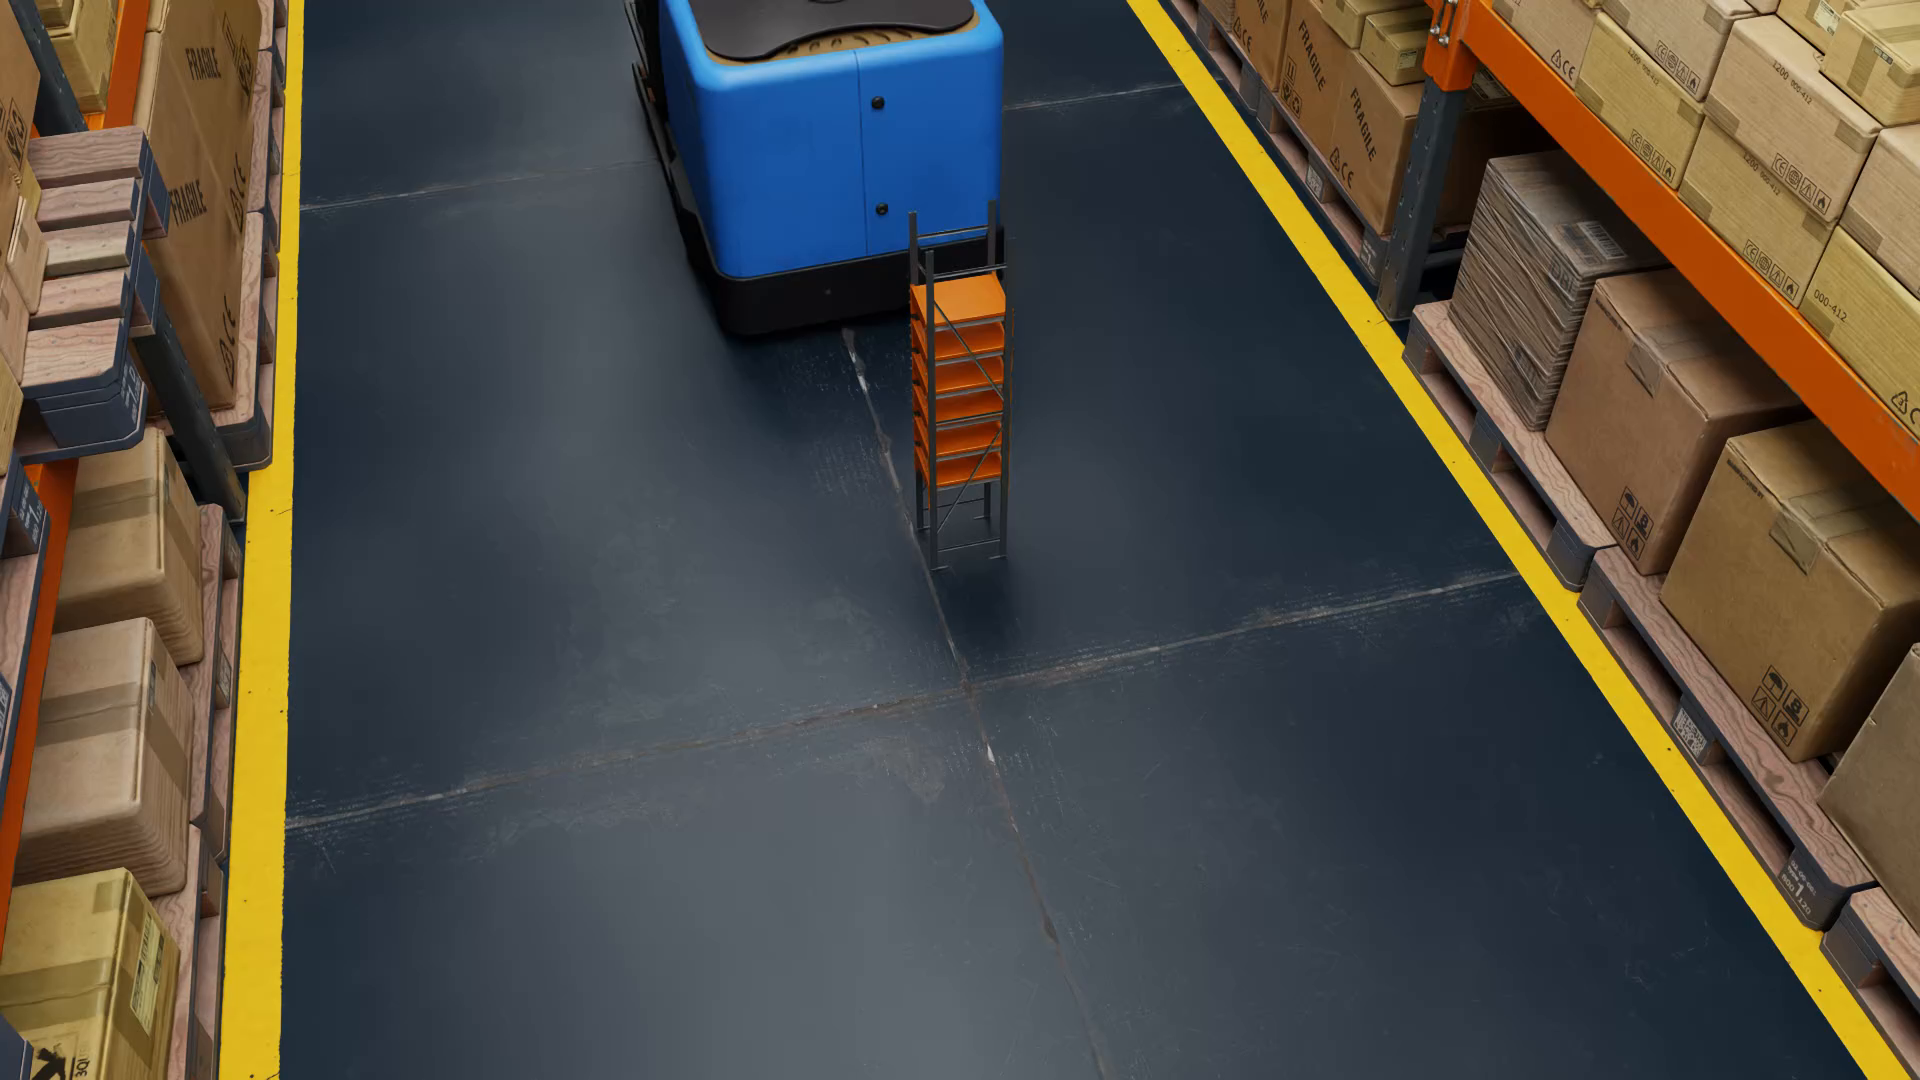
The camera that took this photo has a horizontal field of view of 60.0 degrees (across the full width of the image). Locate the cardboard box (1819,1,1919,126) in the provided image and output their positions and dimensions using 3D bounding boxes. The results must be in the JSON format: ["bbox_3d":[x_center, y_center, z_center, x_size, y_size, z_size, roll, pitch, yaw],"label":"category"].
[{"bbox_3d":[2.157,-1.062,3.667,0.380,0.149,0.250,-10,46,-9],"label":"cardboard box"}]

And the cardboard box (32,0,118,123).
[{"bbox_3d":[-2.660,-1.385,4.612,0.500,0.250,0.500,-11,47,-11],"label":"cardboard box"}]

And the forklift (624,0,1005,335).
[{"bbox_3d":[-0.753,-2.820,5.962,1.130,2.935,3.031,-12,47,-12],"label":"forklift"}]

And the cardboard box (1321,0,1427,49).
[{"bbox_3d":[1.549,-1.940,6.053,0.380,0.149,0.250,-13,47,-12],"label":"cardboard box"}]

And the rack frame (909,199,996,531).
[{"bbox_3d":[-0.020,-0.473,4.874,0.240,1.200,0.006,-11,47,-10],"label":"rack frame"}]

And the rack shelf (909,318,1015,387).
[{"bbox_3d":[0.004,-0.547,4.672,0.258,0.103,0.180,-11,47,-10],"label":"rack shelf"}]

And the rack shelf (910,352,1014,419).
[{"bbox_3d":[0.004,-0.463,4.758,0.258,0.103,0.180,-11,47,-10],"label":"rack shelf"}]

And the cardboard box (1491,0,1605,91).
[{"bbox_3d":[1.897,-1.560,4.783,0.500,0.250,0.500,-11,47,-10],"label":"cardboard box"}]

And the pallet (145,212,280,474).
[{"bbox_3d":[-2.906,-0.635,5.725,1.003,0.211,1.213,-11,47,-10],"label":"pallet"}]

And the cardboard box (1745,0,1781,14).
[{"bbox_3d":[2.056,-1.417,4.014,0.380,0.149,0.250,-10,46,-10],"label":"cardboard box"}]

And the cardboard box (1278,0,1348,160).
[{"bbox_3d":[1.586,-1.836,6.405,0.500,0.500,0.500,-11,47,-11],"label":"cardboard box"}]

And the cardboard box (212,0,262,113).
[{"bbox_3d":[-3.327,-2.183,6.482,0.875,0.875,0.875,-9,46,-9],"label":"cardboard box"}]

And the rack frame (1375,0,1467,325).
[{"bbox_3d":[2.020,-1.963,5.074,1.000,3.000,0.127,-11,47,-10],"label":"rack frame"}]

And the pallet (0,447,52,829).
[{"bbox_3d":[-2.231,0.373,2.918,1.003,0.211,1.213,-11,47,-10],"label":"pallet"}]

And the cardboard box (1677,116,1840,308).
[{"bbox_3d":[2.160,-0.857,4.095,0.500,0.250,0.500,-12,47,-12],"label":"cardboard box"}]

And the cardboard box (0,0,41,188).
[{"bbox_3d":[-2.392,-1.076,3.632,0.500,0.500,0.500,-12,47,-11],"label":"cardboard box"}]

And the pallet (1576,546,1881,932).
[{"bbox_3d":[2.502,0.429,4.682,1.003,0.211,1.213,-11,47,-10],"label":"pallet"}]

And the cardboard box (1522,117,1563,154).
[{"bbox_3d":[2.183,-1.578,6.152,0.500,0.500,0.500,-9,46,-9],"label":"cardboard box"}]

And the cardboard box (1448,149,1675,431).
[{"bbox_3d":[2.166,-0.846,5.348,0.875,0.625,0.625,-9,46,-9],"label":"cardboard box"}]

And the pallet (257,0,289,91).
[{"bbox_3d":[-3.531,-2.320,7.376,1.003,0.211,1.213,-11,47,-10],"label":"pallet"}]

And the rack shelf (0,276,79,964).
[{"bbox_3d":[-2.265,0.579,3.086,1.077,0.370,4.000,-11,47,-10],"label":"rack shelf"}]

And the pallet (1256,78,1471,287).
[{"bbox_3d":[1.865,-1.510,6.582,1.003,0.211,1.213,-11,47,-10],"label":"pallet"}]

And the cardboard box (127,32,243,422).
[{"bbox_3d":[-2.874,-0.949,5.273,0.875,0.875,0.875,-11,47,-11],"label":"cardboard box"}]

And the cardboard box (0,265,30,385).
[{"bbox_3d":[-2.163,-0.416,3.439,0.380,0.149,0.250,-13,47,-12],"label":"cardboard box"}]

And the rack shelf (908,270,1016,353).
[{"bbox_3d":[0.004,-0.631,4.586,0.258,0.103,0.180,-11,47,-10],"label":"rack shelf"}]

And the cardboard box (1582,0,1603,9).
[{"bbox_3d":[1.873,-1.730,4.600,0.500,0.250,0.500,-11,47,-10],"label":"cardboard box"}]

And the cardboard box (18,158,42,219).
[{"bbox_3d":[-2.327,-0.757,3.774,0.380,0.149,0.250,-10,46,-10],"label":"cardboard box"}]

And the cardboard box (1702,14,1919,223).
[{"bbox_3d":[2.141,-1.024,3.909,0.500,0.250,0.500,-12,47,-11],"label":"cardboard box"}]

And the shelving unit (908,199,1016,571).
[{"bbox_3d":[0.004,-0.410,4.812,0.258,1.200,0.189,-11,47,-10],"label":"shelving unit"}]

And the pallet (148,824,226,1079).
[{"bbox_3d":[-2.270,1.303,3.825,1.003,0.211,1.213,-11,47,-10],"label":"pallet"}]

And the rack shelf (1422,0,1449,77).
[{"bbox_3d":[1.508,-3.092,6.684,1.077,0.370,4.000,-11,47,-10],"label":"rack shelf"}]

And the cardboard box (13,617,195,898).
[{"bbox_3d":[-2.446,0.619,4.089,0.950,0.372,0.625,-12,47,-11],"label":"cardboard box"}]

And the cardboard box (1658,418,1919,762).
[{"bbox_3d":[2.514,0.068,4.451,0.875,0.625,0.625,-12,47,-12],"label":"cardboard box"}]

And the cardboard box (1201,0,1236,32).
[{"bbox_3d":[1.298,-2.552,7.106,0.500,0.500,0.500,-12,47,-12],"label":"cardboard box"}]
